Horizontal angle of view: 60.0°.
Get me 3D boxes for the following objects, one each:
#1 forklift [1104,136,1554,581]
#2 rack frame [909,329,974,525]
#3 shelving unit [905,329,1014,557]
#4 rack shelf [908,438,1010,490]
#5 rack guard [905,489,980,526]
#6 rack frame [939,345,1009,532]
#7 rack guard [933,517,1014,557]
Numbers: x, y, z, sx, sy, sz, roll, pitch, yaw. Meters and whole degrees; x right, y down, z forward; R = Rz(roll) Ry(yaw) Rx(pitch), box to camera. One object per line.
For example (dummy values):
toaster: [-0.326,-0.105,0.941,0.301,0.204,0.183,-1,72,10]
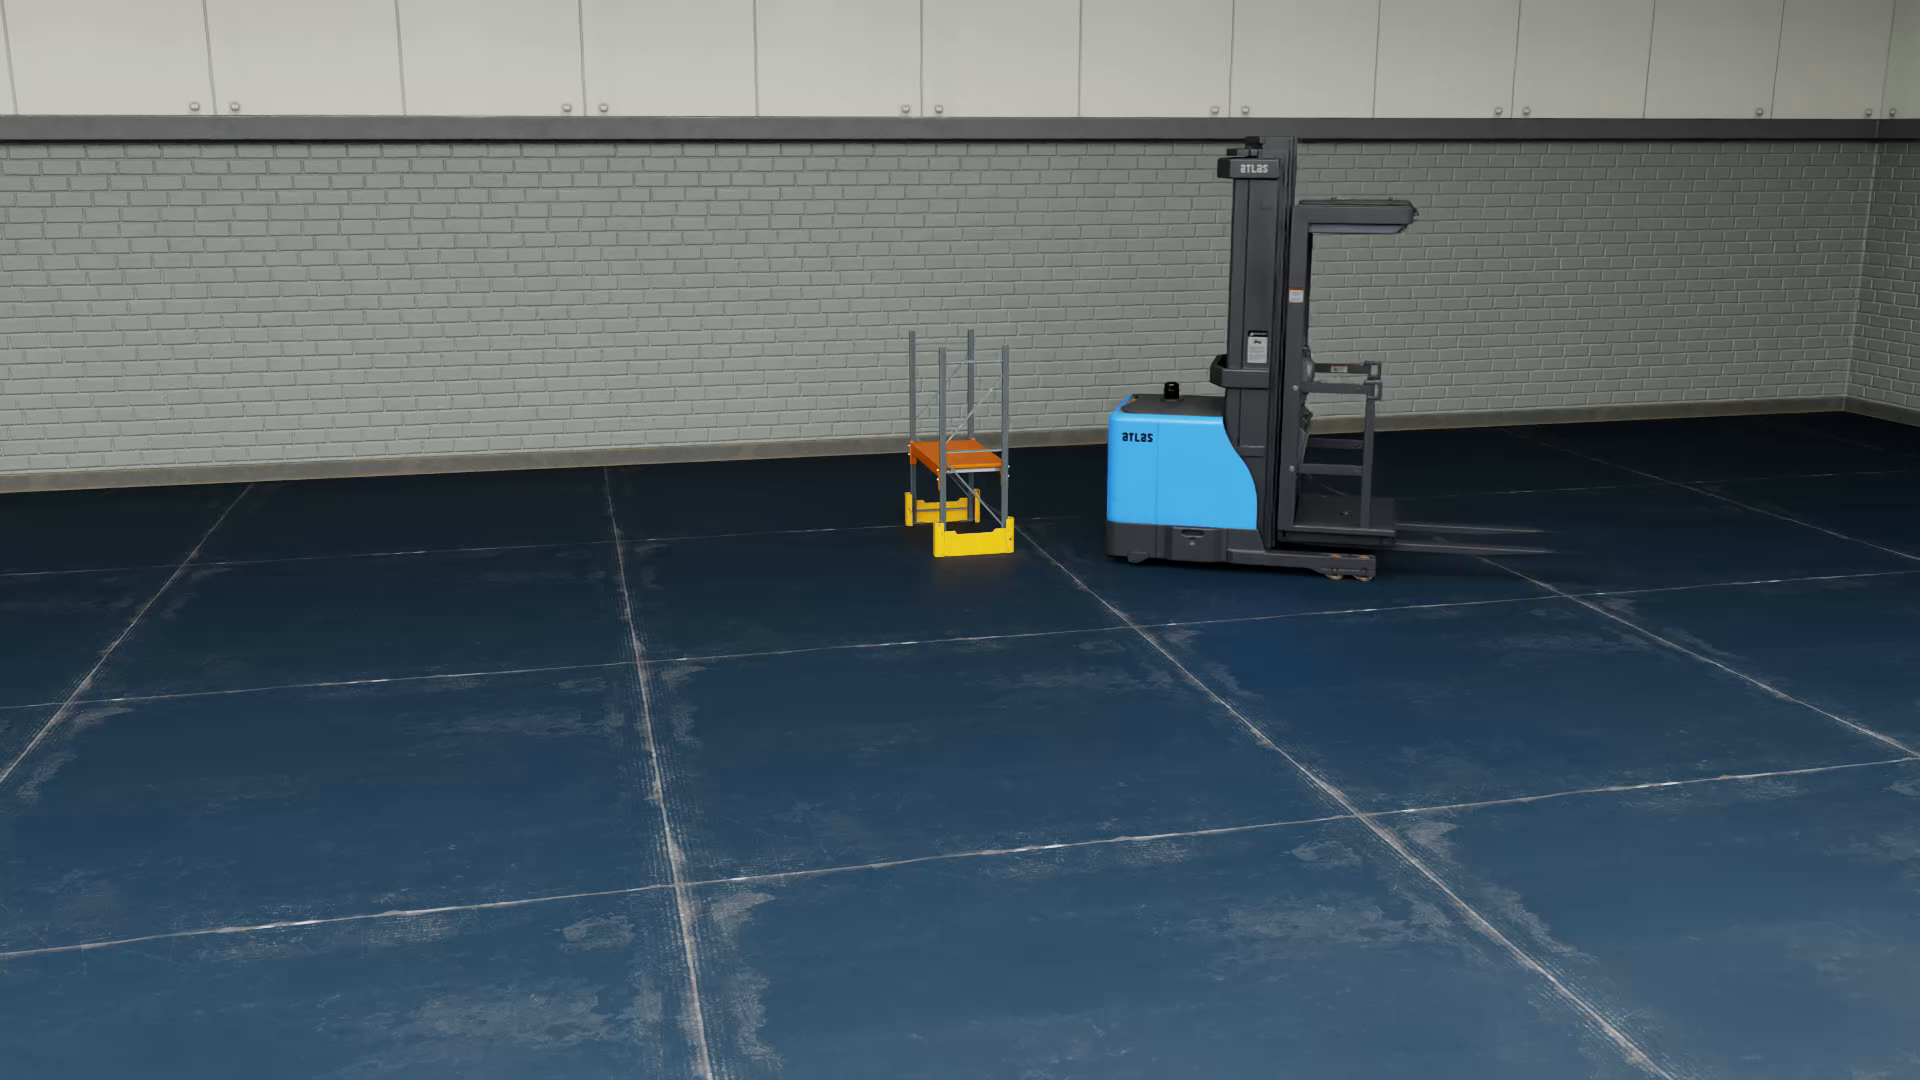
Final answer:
forklift: [2.591,-1.285,11.513,3.031,2.935,1.130,3,14,13]
rack frame: [-0.139,-0.866,12.810,0.500,1.500,0.032,-3,14,-13]
shelving unit: [-0.018,-0.746,12.321,0.587,1.500,1.083,-3,14,-13]
rack shelf: [-0.020,-0.574,12.372,0.538,0.185,1.000,-3,14,-13]
rack guard: [-0.135,-0.254,12.940,0.587,0.250,0.087,-3,14,-13]
rack frame: [0.099,-0.631,11.850,0.500,1.500,0.032,-3,14,-13]
rack guard: [0.099,-0.024,11.999,0.587,0.250,0.087,-3,14,-13]
